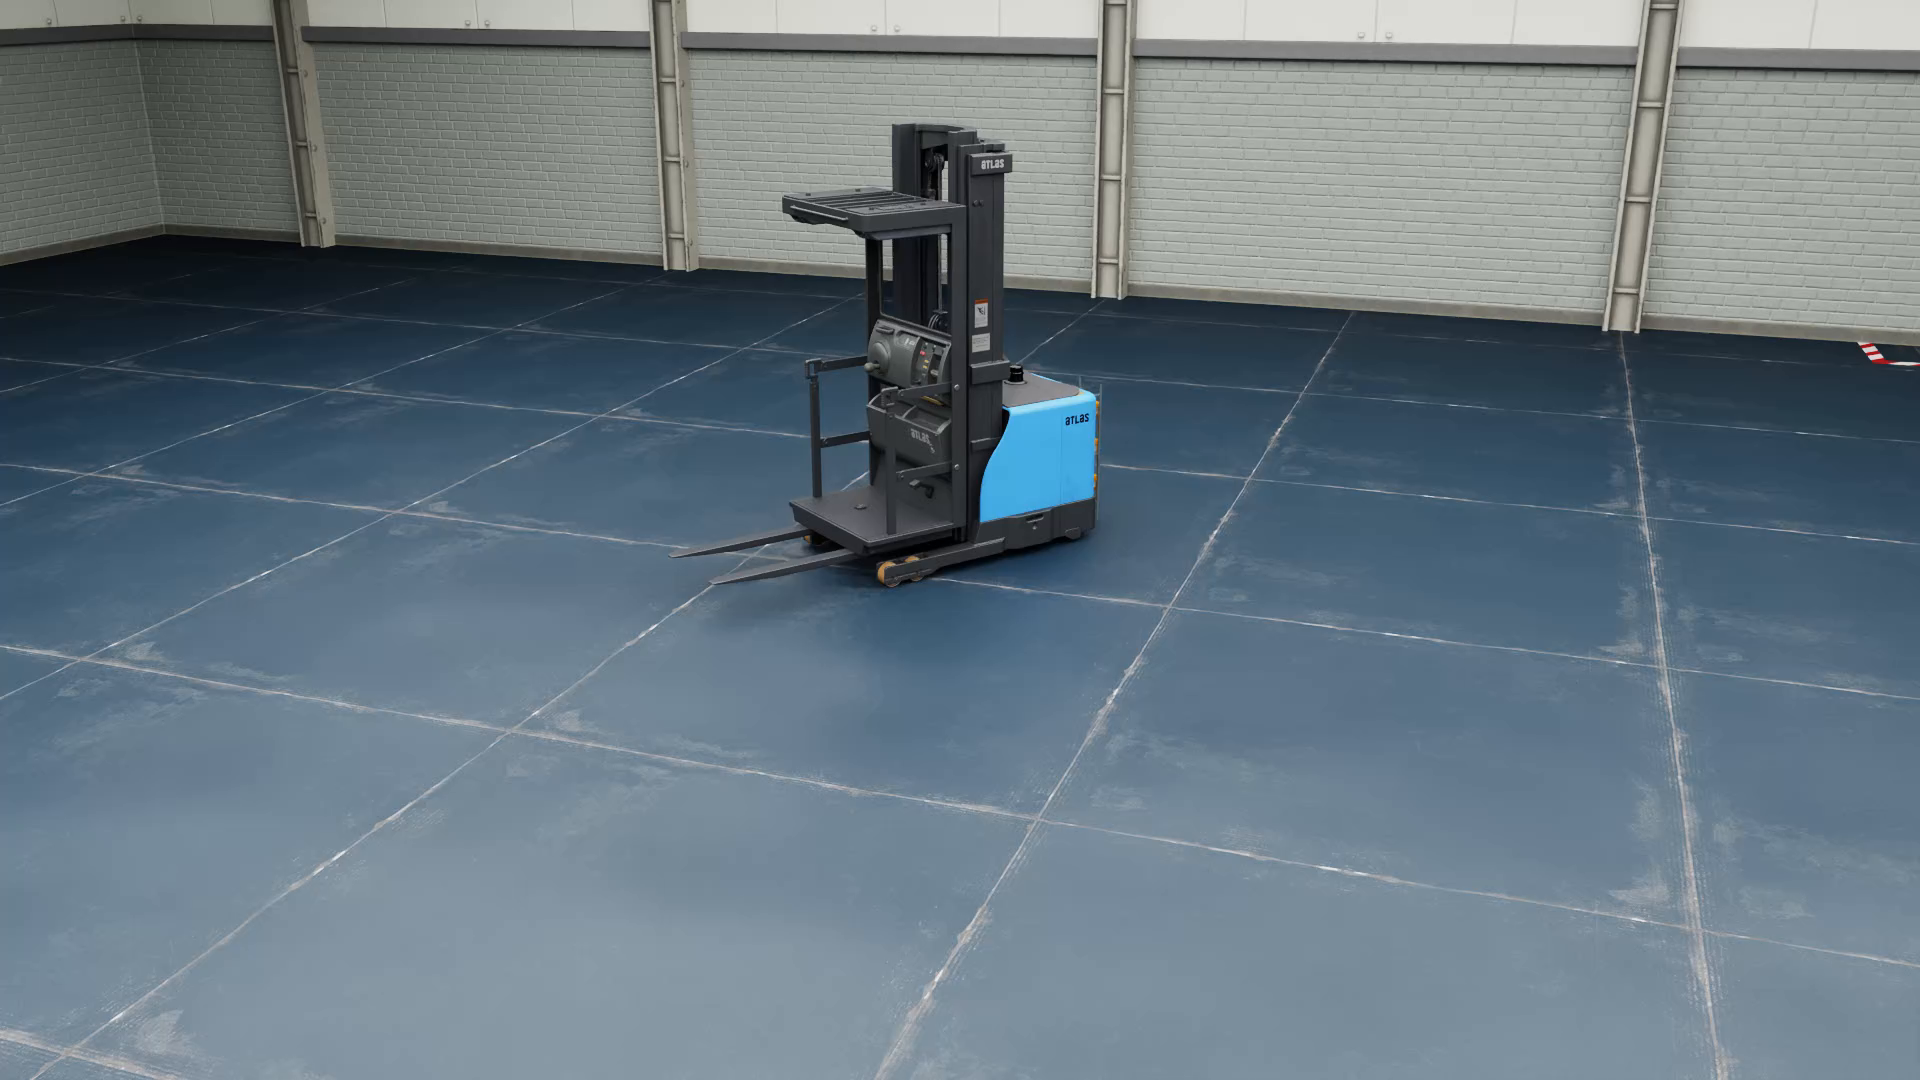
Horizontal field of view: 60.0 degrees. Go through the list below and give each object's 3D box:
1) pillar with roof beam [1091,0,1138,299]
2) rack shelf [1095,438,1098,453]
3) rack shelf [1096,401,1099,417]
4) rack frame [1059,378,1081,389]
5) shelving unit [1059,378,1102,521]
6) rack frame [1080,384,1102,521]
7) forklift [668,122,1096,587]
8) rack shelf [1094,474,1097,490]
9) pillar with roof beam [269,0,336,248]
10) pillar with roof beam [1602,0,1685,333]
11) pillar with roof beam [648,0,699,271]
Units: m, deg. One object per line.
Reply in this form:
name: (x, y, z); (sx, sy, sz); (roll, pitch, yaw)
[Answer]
pillar with roof beam: (0.459, -5.965, 15.517); (0.400, 9.000, 9.100); (7, 20, 18)
rack shelf: (0.883, -0.648, 12.374); (0.215, 0.259, 0.240); (-13, 23, -32)
rack shelf: (0.883, -0.916, 12.280); (0.215, 0.259, 0.240); (-13, 23, -32)
rack frame: (0.814, -0.691, 12.465); (0.200, 1.050, 0.008); (-13, 23, -32)
shelving unit: (0.883, -0.658, 12.370); (0.215, 1.050, 0.252); (-13, 23, -32)
rack frame: (0.953, -0.625, 12.275); (0.200, 1.050, 0.008); (-13, 23, -32)
forklift: (-0.519, -1.266, 11.256); (3.031, 2.935, 1.130); (-13, 23, -32)
rack shelf: (0.883, -0.386, 12.465); (0.215, 0.259, 0.240); (-13, 23, -32)
pillar with roof beam: (-10.877, -7.261, 19.235); (0.400, 9.000, 9.100); (7, 20, 18)
pillar with roof beam: (6.126, -5.317, 13.657); (0.400, 9.000, 9.100); (7, 20, 18)
pillar with roof beam: (-5.209, -6.613, 17.376); (0.400, 9.000, 9.100); (7, 20, 18)
